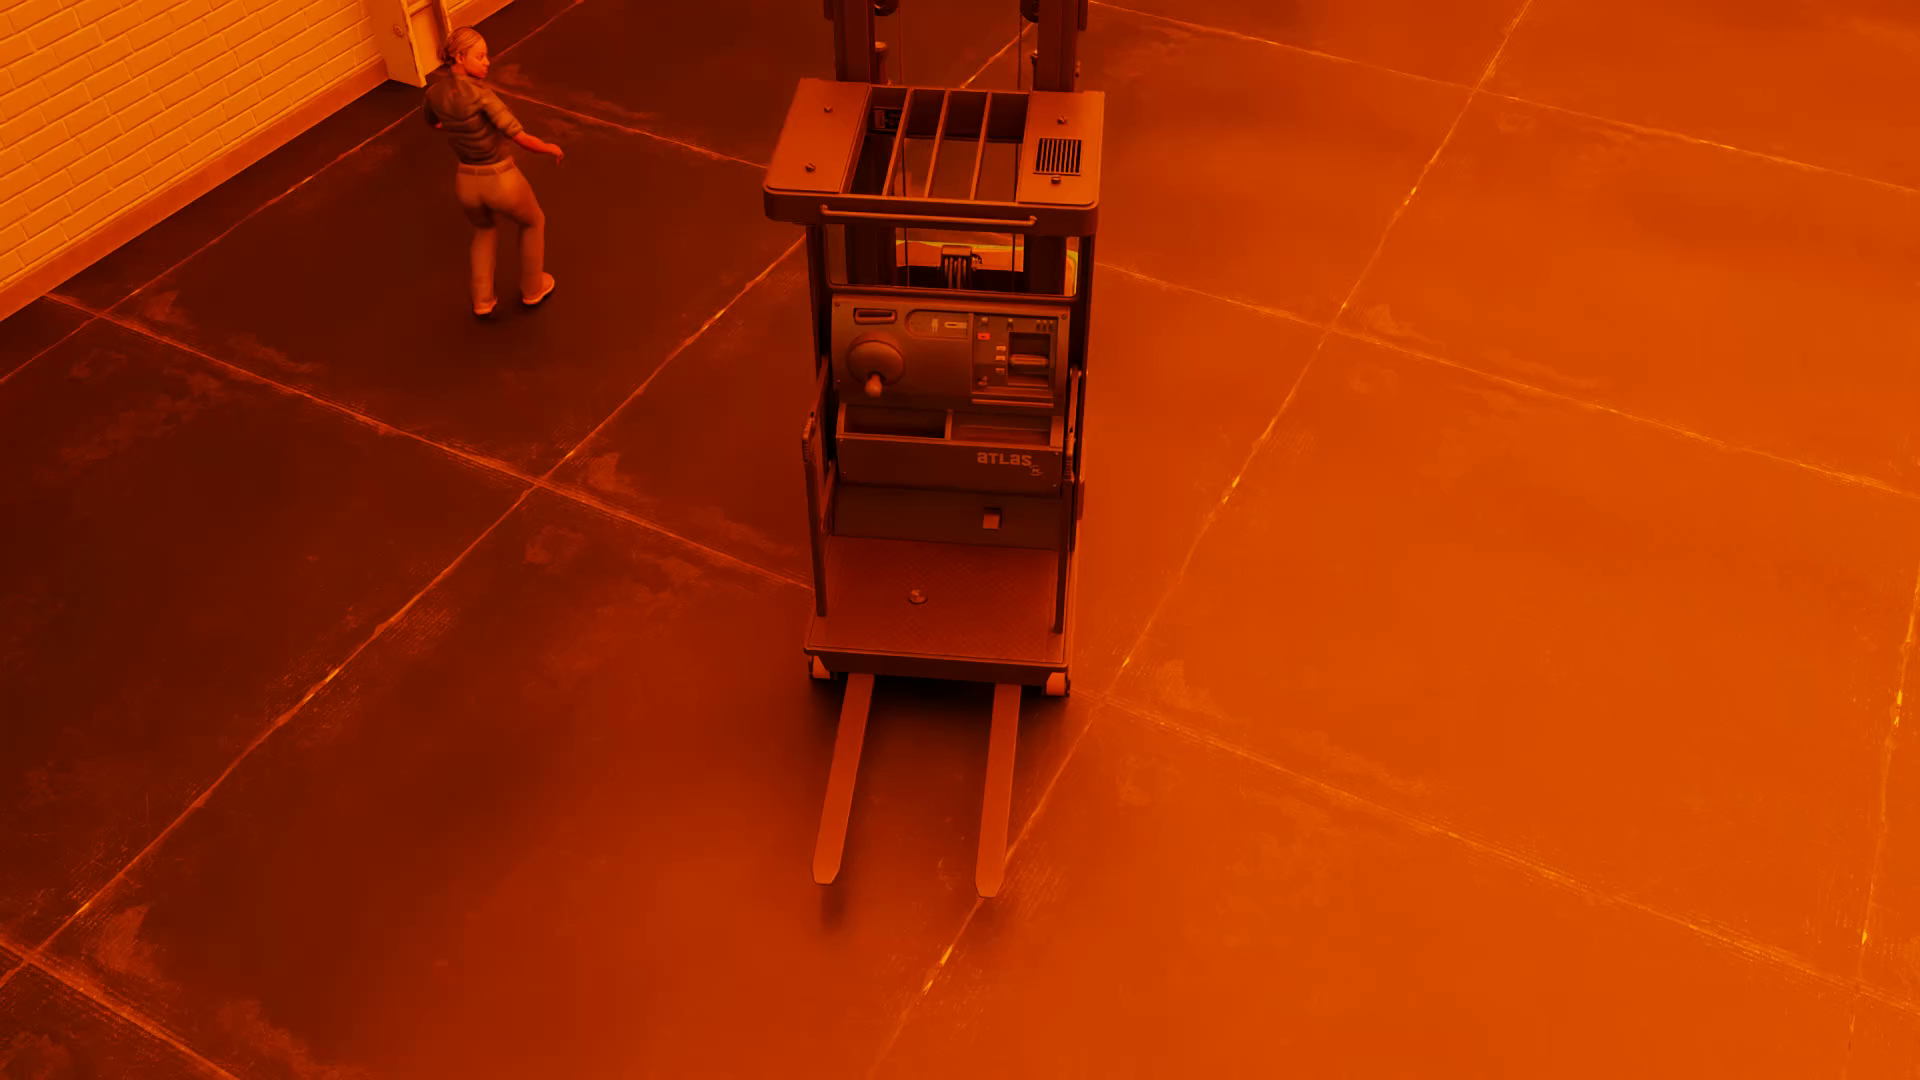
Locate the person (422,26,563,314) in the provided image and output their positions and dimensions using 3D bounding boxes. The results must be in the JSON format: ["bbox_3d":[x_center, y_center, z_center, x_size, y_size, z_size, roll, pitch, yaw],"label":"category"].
[{"bbox_3d":[-2.407,-1.919,8.654,0.695,1.613,0.621,11,44,11],"label":"person"}]

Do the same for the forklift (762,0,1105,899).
[{"bbox_3d":[-0.059,-0.651,6.345,1.130,2.935,3.031,4,43,4],"label":"forklift"}]
